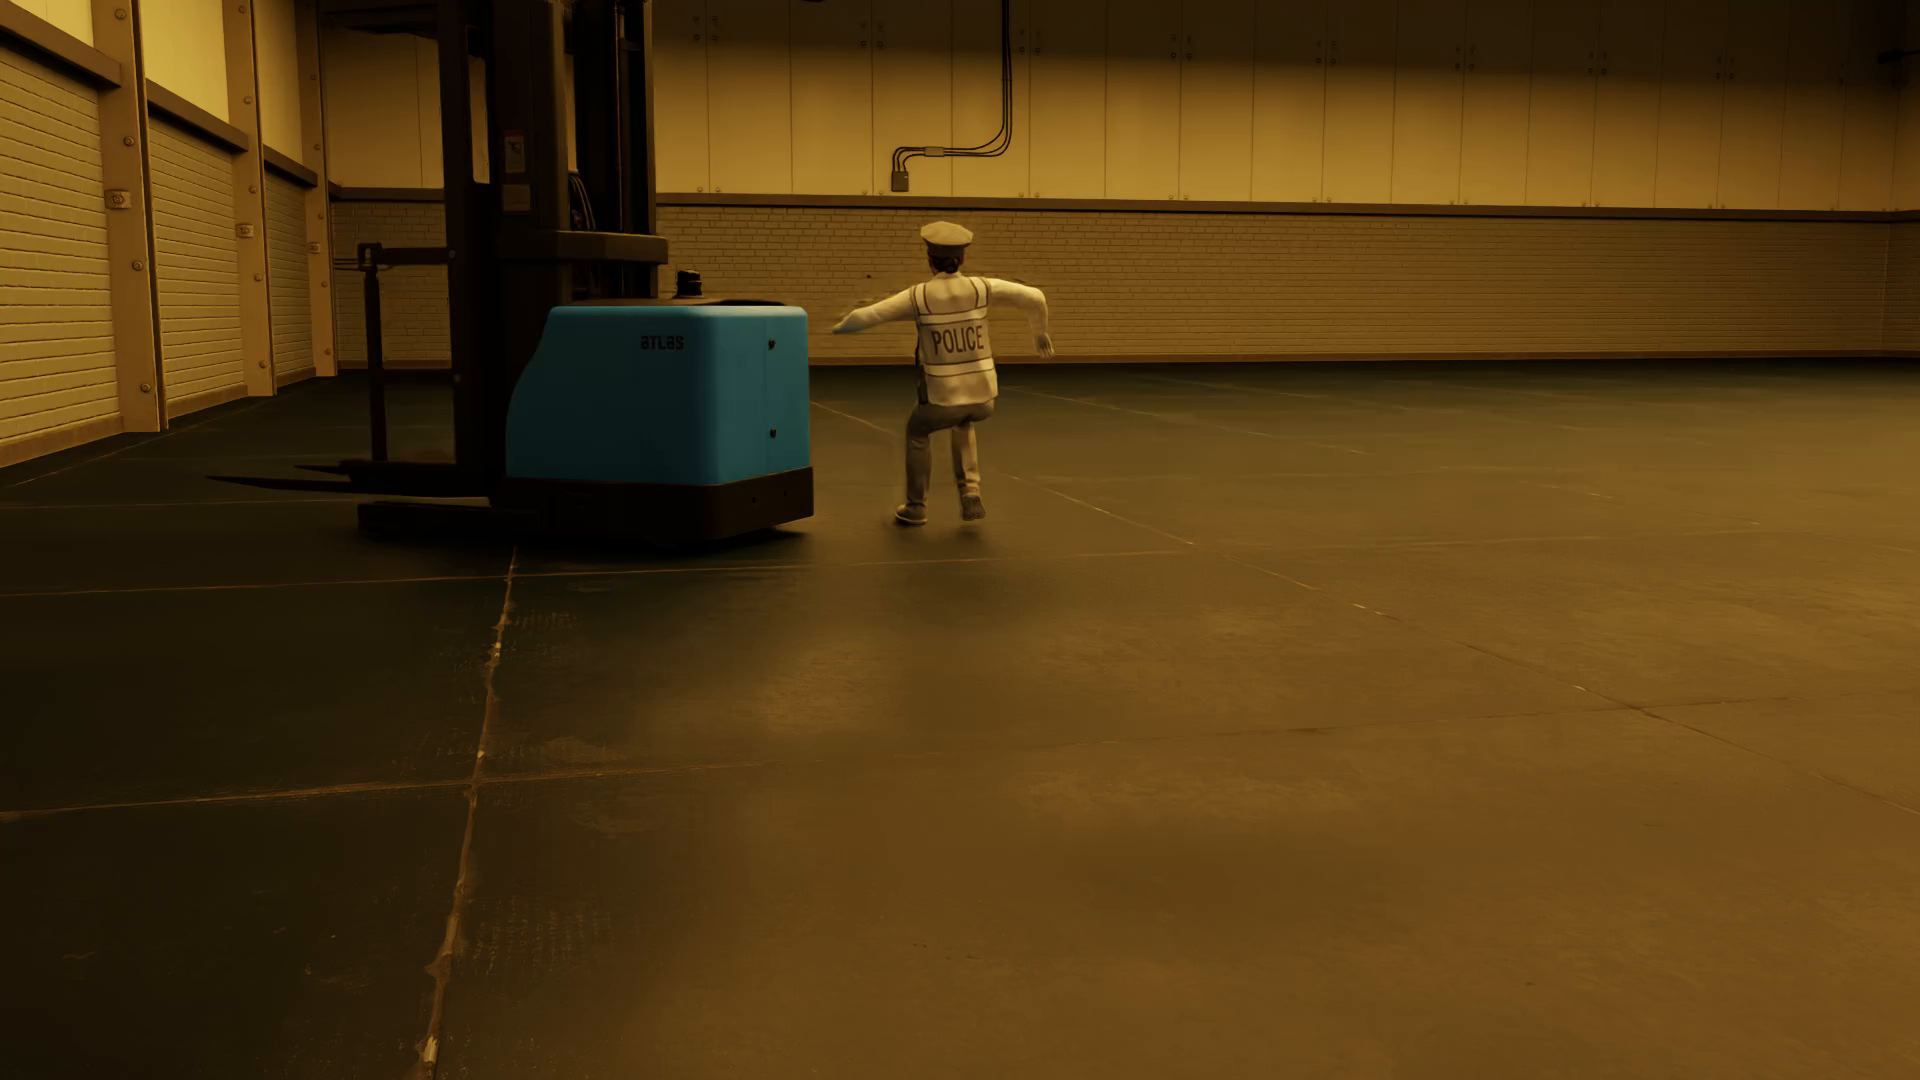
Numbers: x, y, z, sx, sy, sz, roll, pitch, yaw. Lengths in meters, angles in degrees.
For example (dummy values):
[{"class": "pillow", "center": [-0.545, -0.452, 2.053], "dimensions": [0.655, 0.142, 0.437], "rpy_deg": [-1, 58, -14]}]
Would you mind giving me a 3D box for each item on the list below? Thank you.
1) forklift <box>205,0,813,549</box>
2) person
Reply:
[{"class": "forklift", "center": [-2.281, -1.517, 7.969], "dimensions": [3.031, 2.935, 1.130], "rpy_deg": [3, 9, 21]}, {"class": "person", "center": [-0.071, -0.784, 8.006], "dimensions": [1.013, 1.458, 0.808], "rpy_deg": [-3, 8, -19]}]
